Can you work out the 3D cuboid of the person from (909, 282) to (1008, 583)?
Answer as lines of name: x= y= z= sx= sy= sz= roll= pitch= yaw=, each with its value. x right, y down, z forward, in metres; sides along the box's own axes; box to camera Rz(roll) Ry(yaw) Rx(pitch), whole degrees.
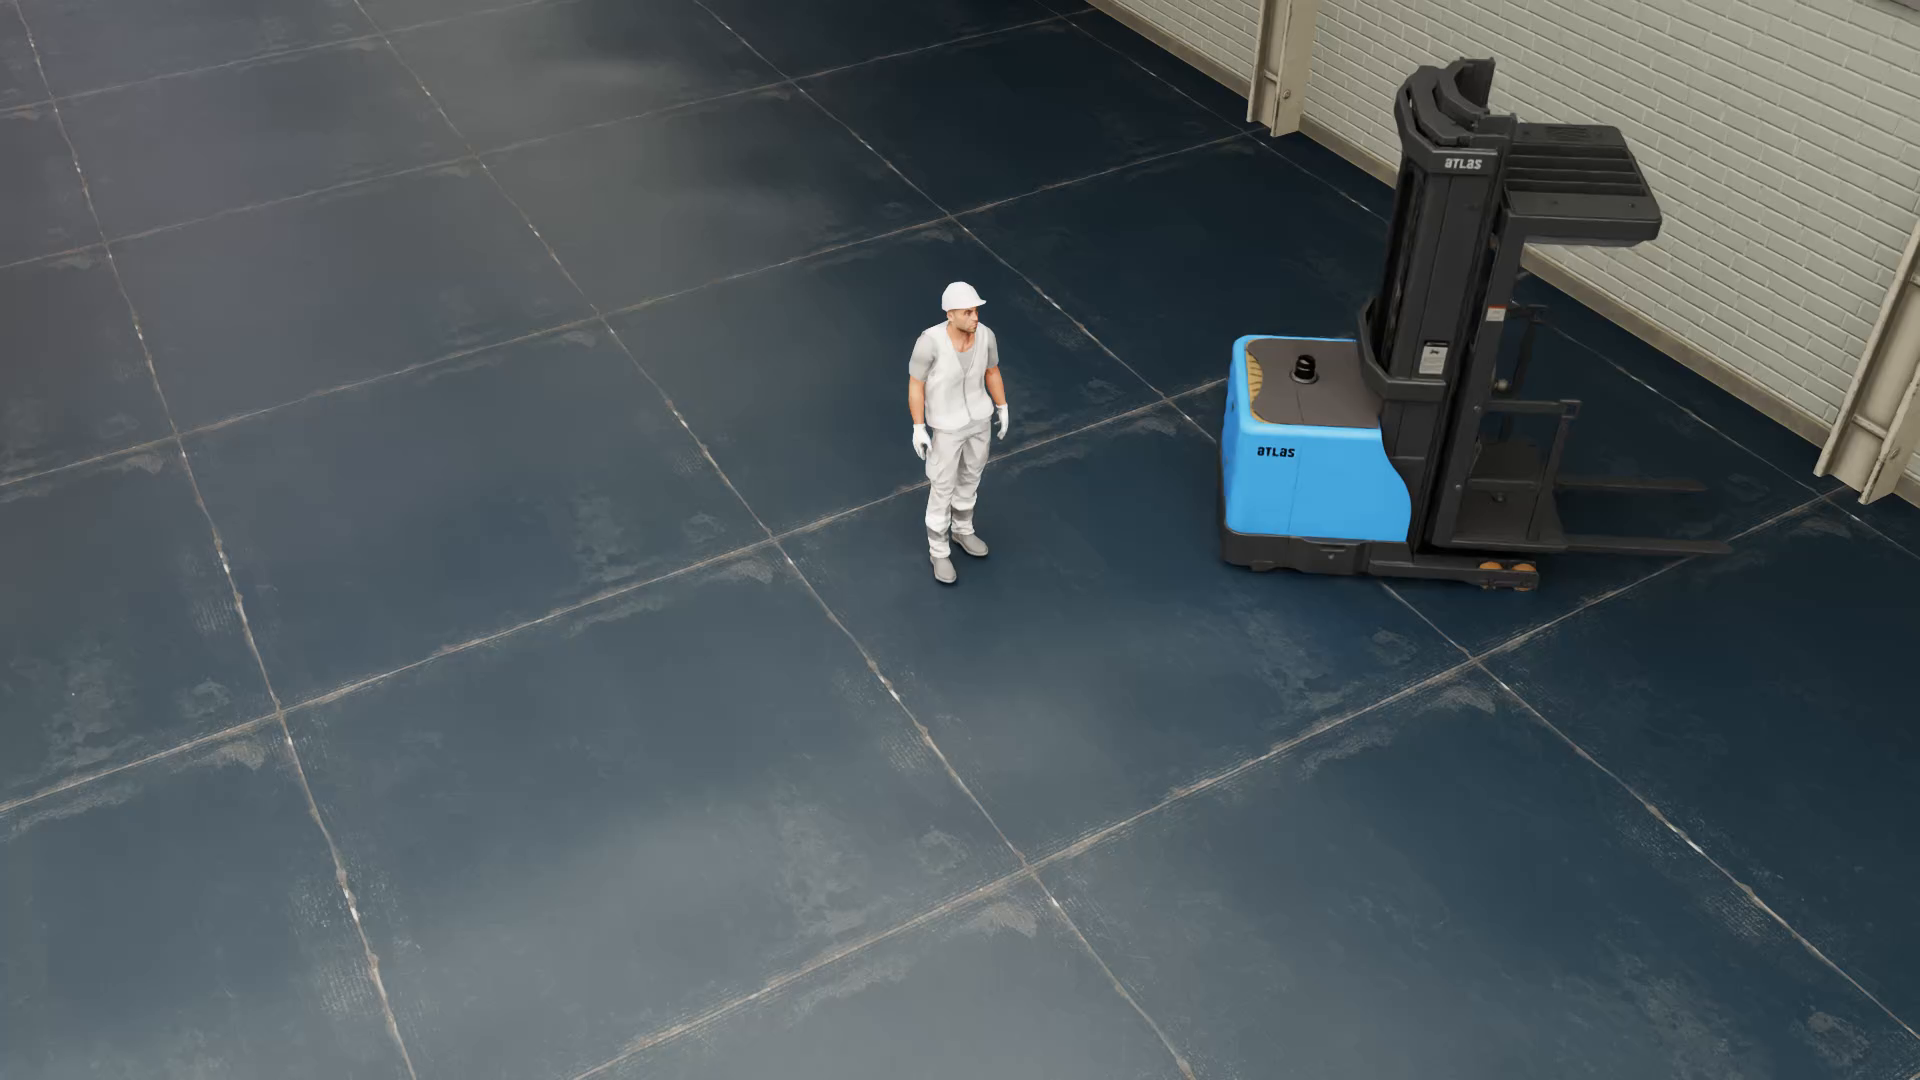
person: x=0.029 y=-0.646 z=9.698 sx=0.637 sy=1.787 sz=0.564 roll=-20 pitch=44 yaw=-23

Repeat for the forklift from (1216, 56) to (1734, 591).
forklift: x=3.129 y=-1.178 z=9.457 sx=3.031 sy=2.935 sz=1.130 roll=3 pitch=40 yaw=4
